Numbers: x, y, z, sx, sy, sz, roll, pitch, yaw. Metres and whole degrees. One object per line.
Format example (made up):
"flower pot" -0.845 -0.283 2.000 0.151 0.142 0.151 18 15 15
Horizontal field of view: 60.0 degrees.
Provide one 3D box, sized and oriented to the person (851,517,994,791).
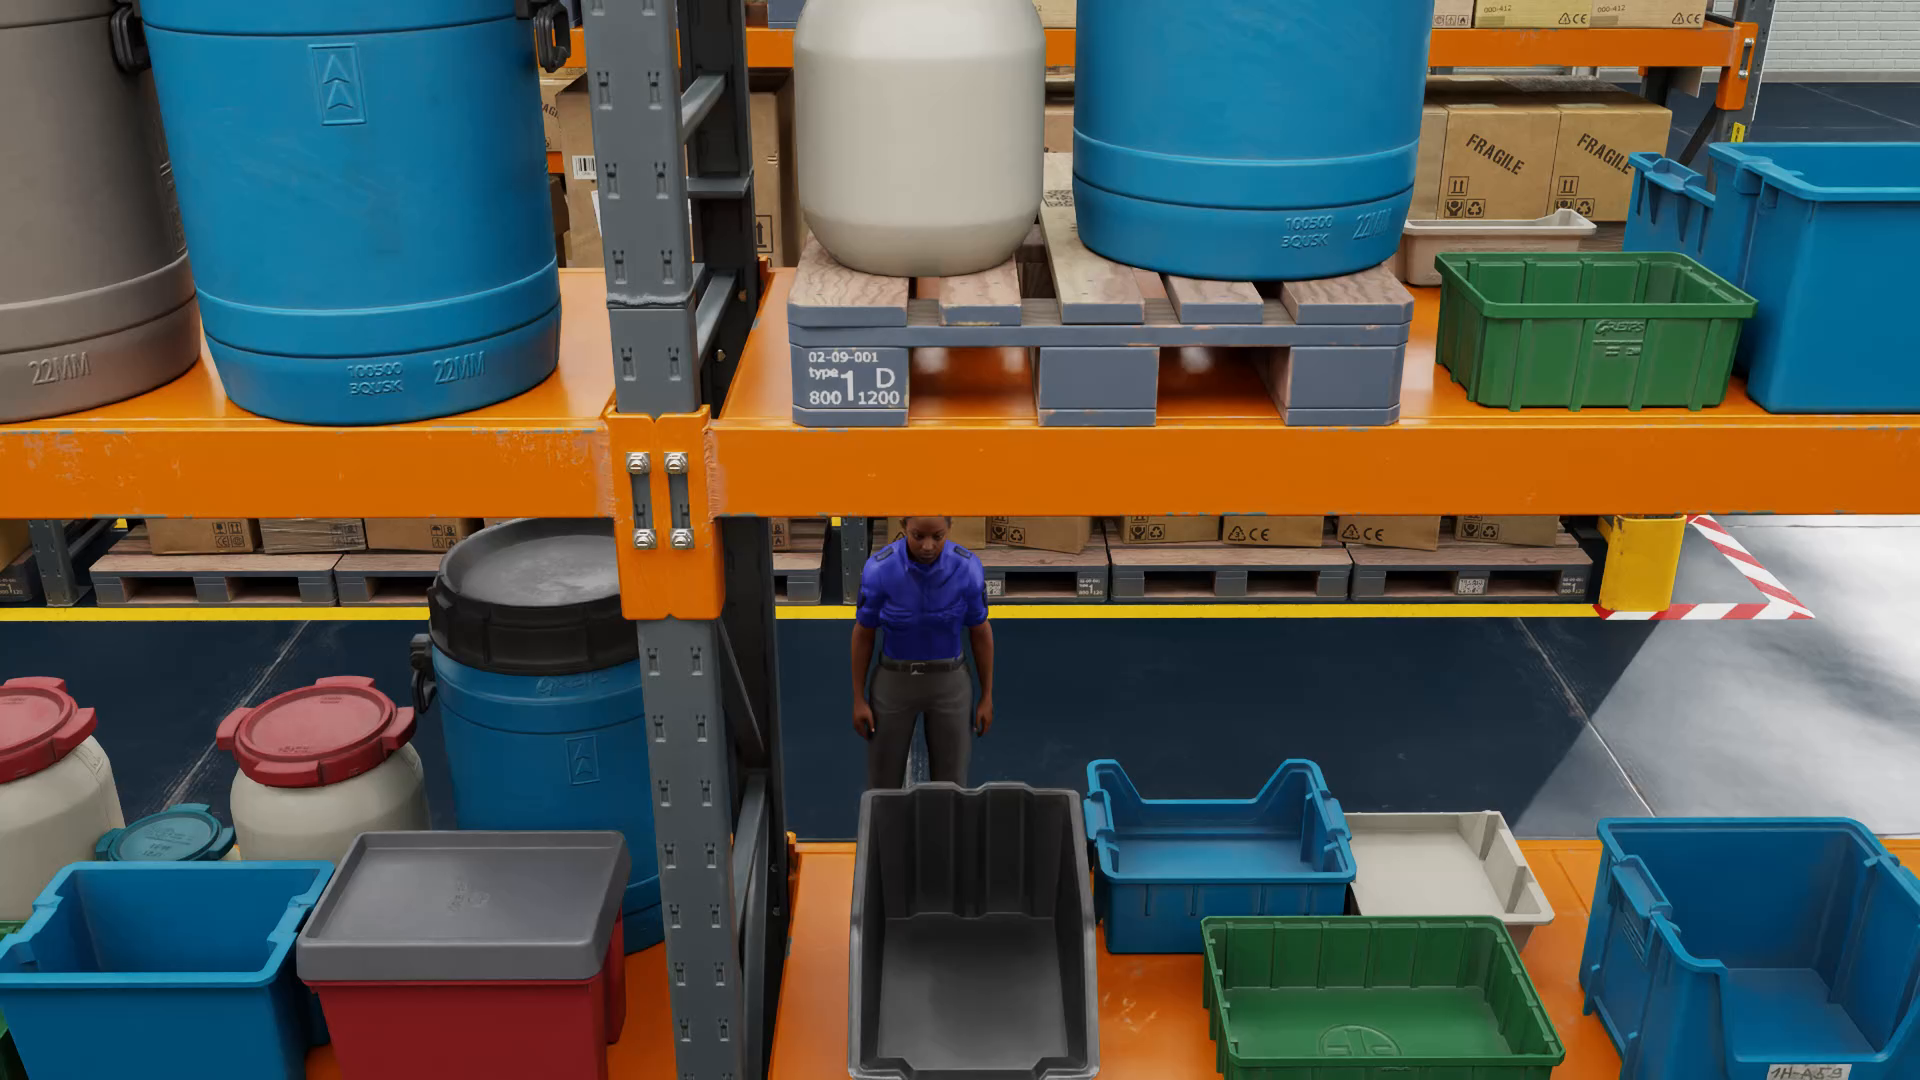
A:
"person" -0.142 0.566 5.853 0.528 1.656 0.394 -1 24 -3
